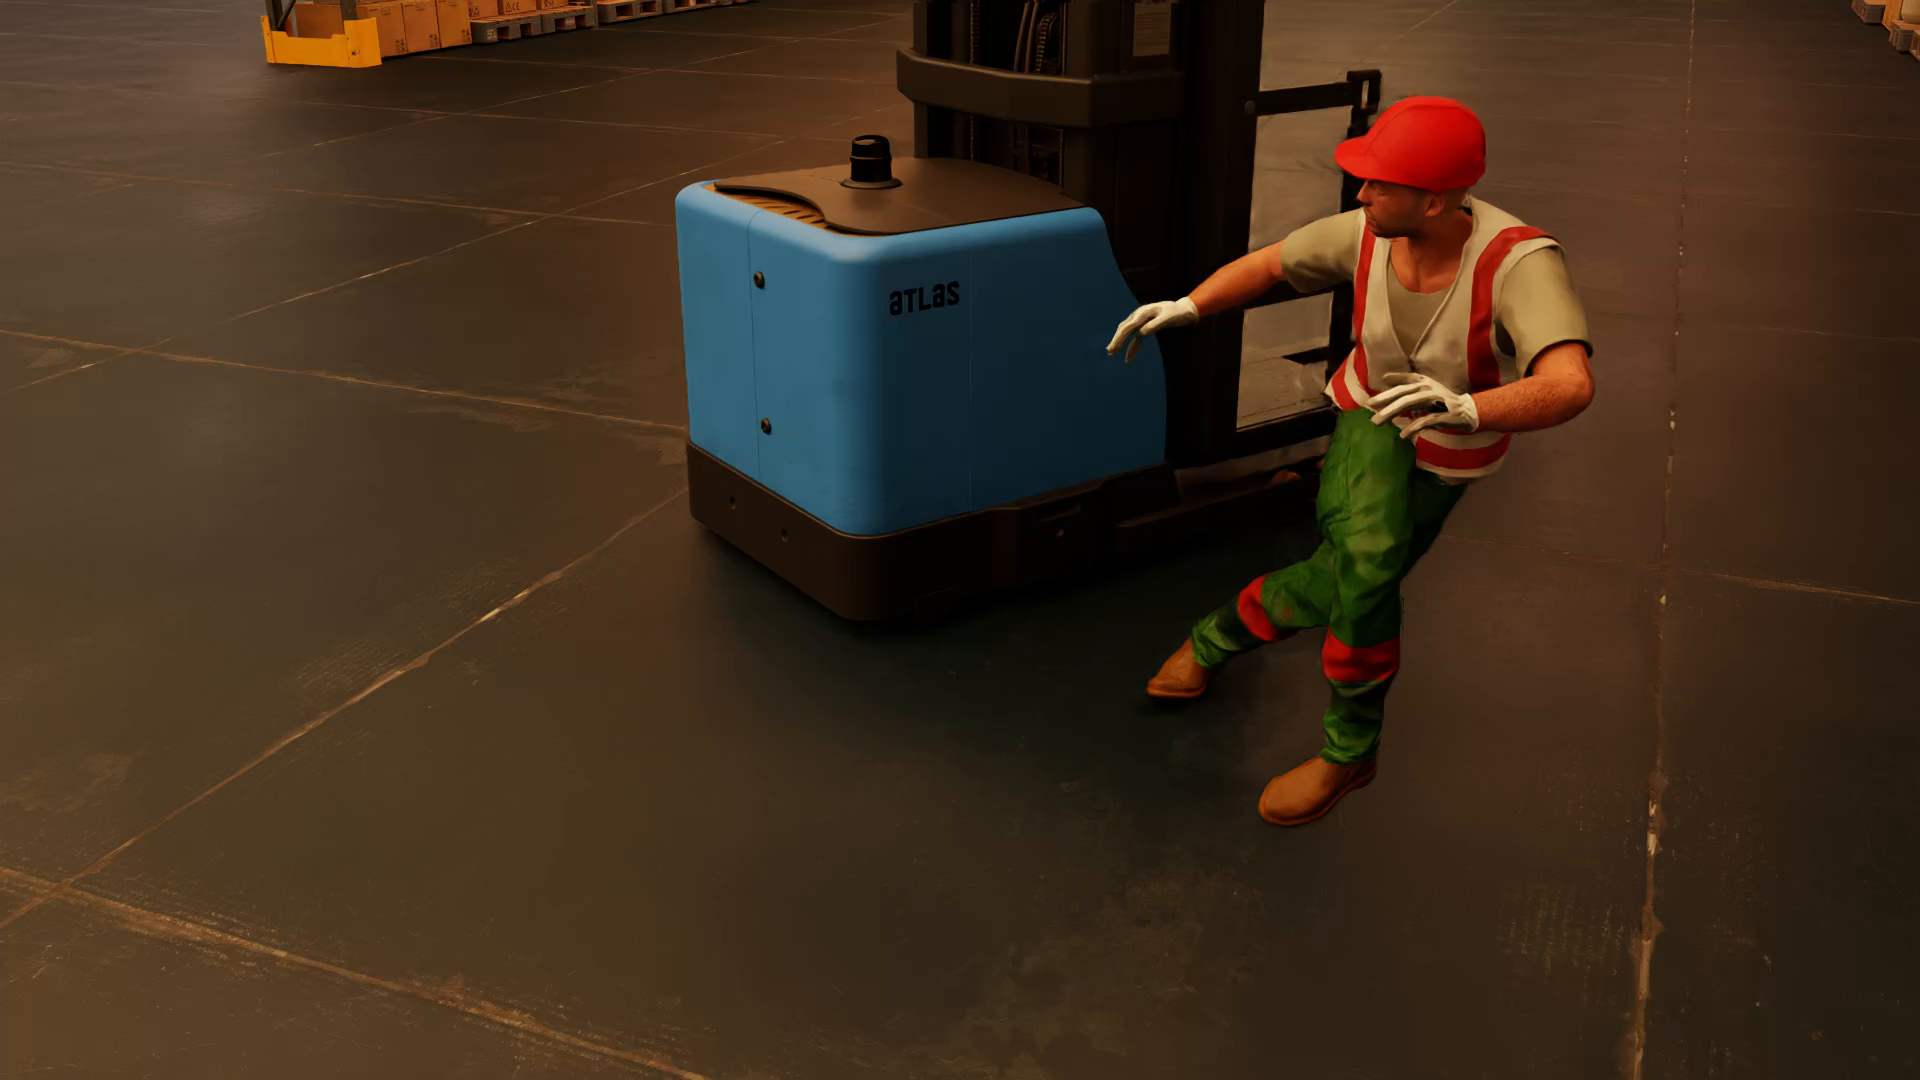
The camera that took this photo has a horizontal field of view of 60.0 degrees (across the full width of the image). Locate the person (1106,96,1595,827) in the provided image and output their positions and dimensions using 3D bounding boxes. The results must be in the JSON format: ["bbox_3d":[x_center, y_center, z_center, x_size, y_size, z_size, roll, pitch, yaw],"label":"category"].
[{"bbox_3d":[0.764,-0.164,3.474,1.000,1.517,0.946,9,24,19],"label":"person"}]

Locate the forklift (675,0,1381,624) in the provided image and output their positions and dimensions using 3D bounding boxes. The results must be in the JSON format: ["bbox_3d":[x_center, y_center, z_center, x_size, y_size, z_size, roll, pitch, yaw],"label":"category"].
[{"bbox_3d":[0.672,-1.554,5.011,3.031,2.935,1.130,-15,27,-32],"label":"forklift"}]
